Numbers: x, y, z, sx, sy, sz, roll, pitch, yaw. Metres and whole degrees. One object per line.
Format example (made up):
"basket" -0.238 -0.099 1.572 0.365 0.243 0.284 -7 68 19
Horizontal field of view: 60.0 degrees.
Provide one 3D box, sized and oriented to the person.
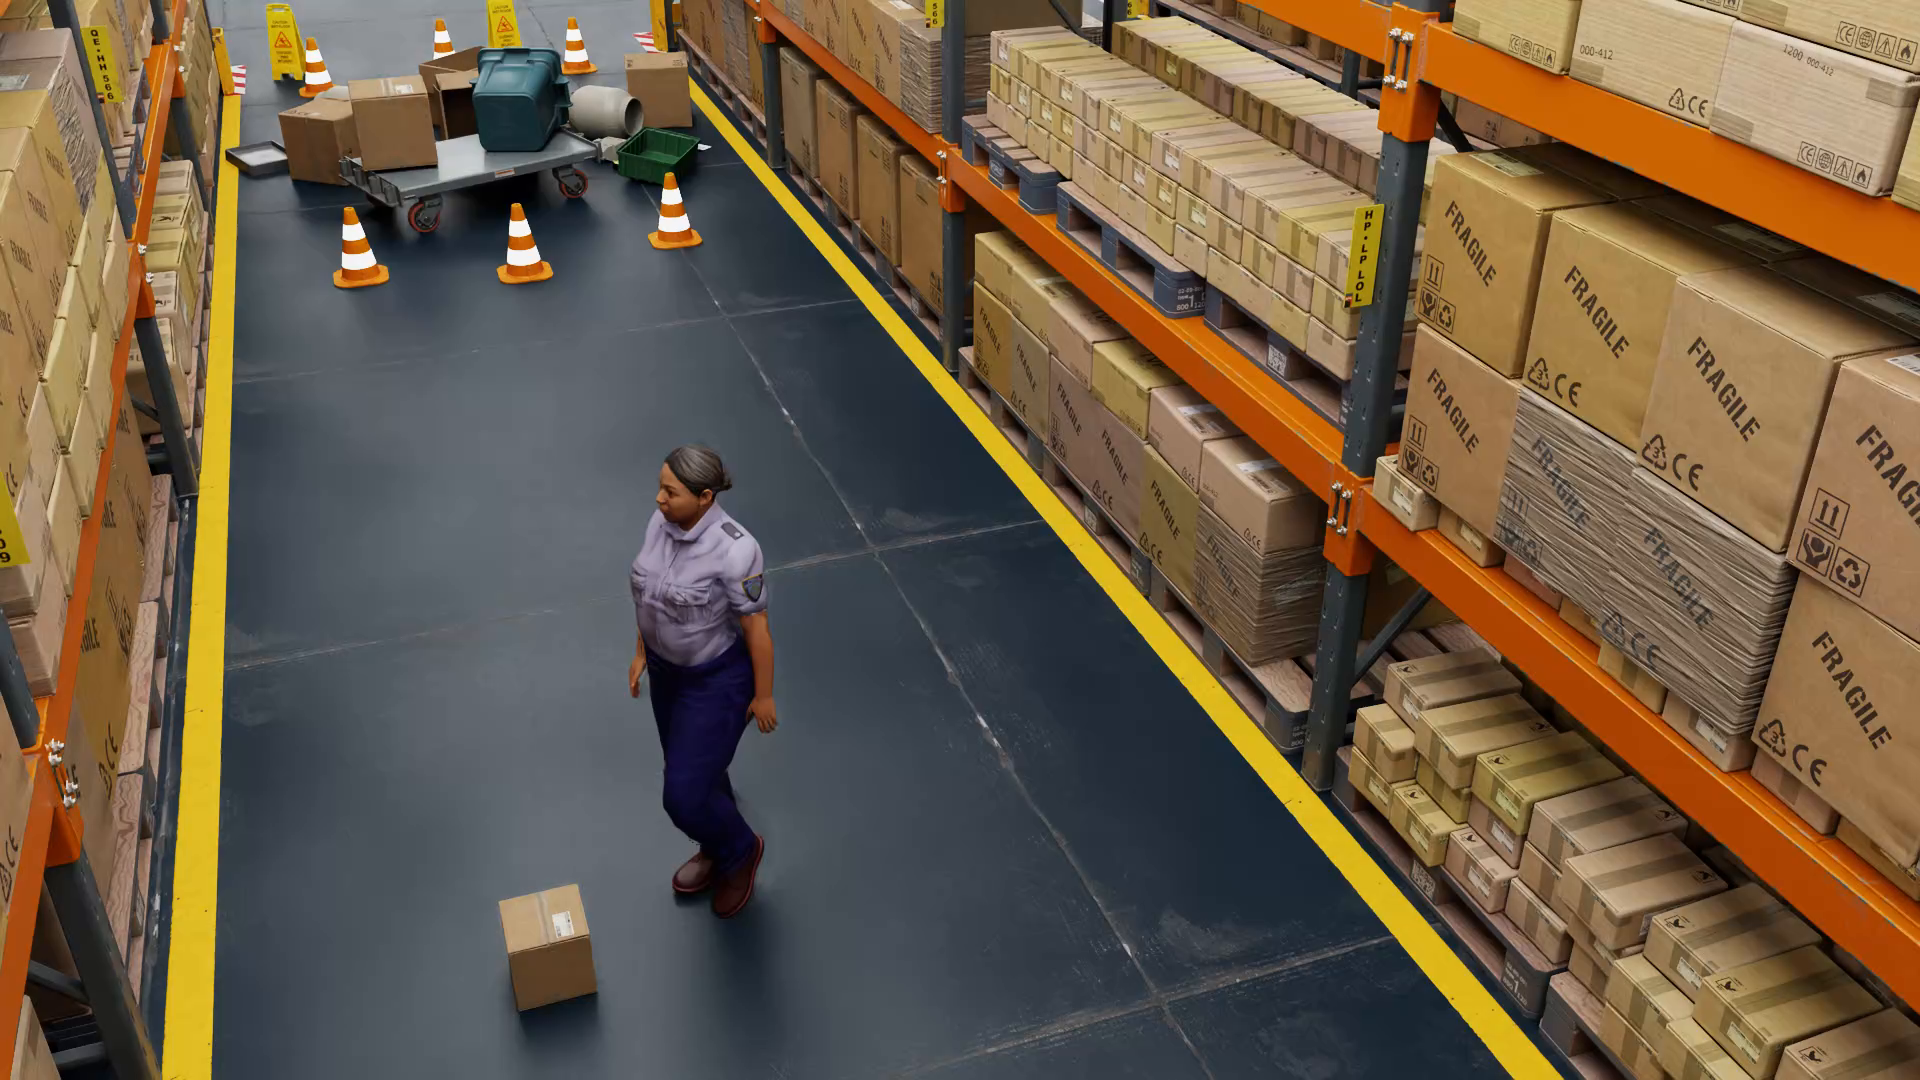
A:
"person" -0.874 0.468 5.322 0.452 1.666 0.528 -26 39 -37
